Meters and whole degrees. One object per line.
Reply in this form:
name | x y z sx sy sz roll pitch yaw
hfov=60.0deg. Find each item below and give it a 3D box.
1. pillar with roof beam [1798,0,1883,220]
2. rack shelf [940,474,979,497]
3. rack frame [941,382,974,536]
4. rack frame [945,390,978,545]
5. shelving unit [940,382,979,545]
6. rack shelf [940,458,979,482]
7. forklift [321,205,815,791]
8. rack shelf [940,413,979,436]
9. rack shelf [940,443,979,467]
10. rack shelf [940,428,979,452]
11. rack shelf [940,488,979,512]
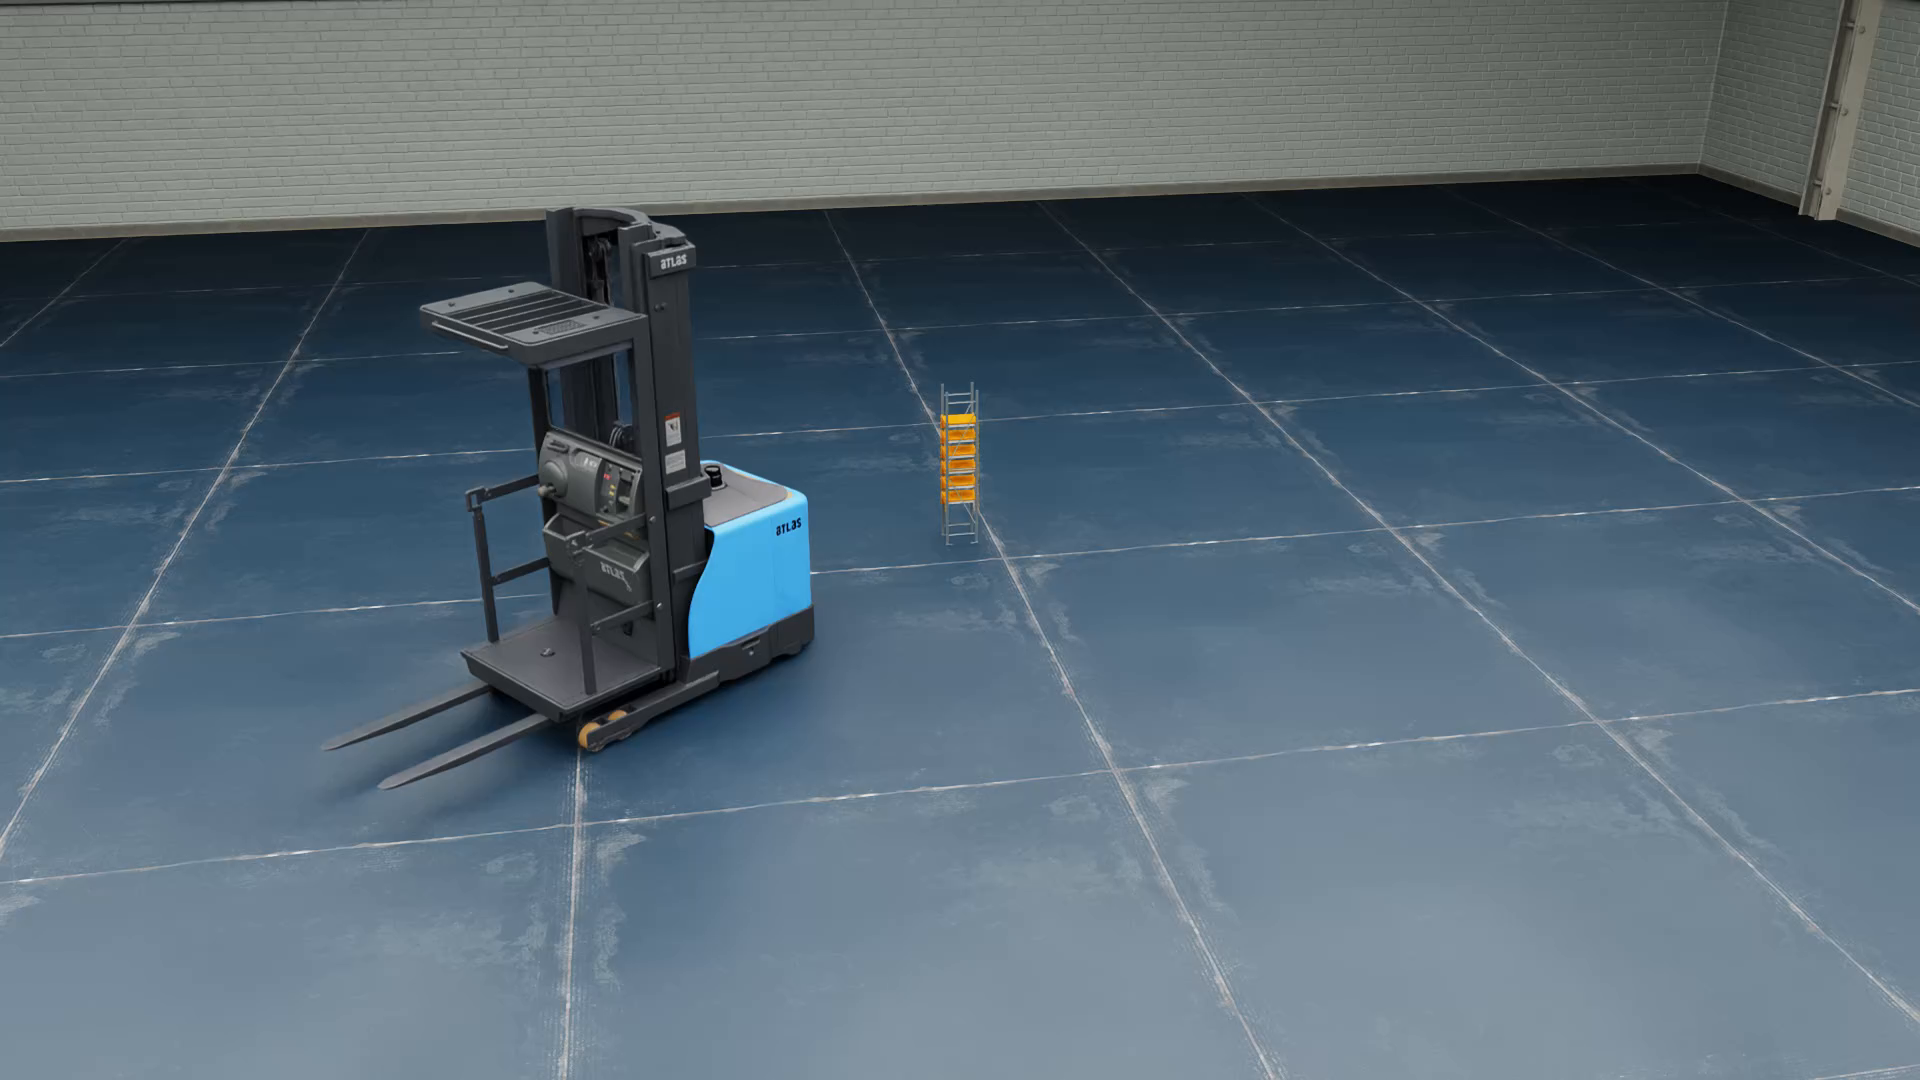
pillar with roof beam | 7.383 -8.186 19.992 9.100 9.000 0.400 -4 24 -10
rack shelf | -0.003 -0.405 12.331 0.258 0.103 0.180 -4 24 -10
rack frame | -0.020 -0.592 12.348 0.240 1.200 0.006 -4 24 -10
rack frame | 0.014 -0.520 12.183 0.240 1.200 0.006 -4 24 -10
shelving unit | -0.003 -0.556 12.265 0.258 1.200 0.189 -4 24 -10
rack shelf | -0.003 -0.515 12.283 0.258 0.103 0.180 -4 24 -10
forklift | -2.310 -0.342 9.613 1.130 2.935 3.031 20 31 38
rack shelf | -0.003 -0.845 12.139 0.258 0.103 0.180 -4 24 -10
rack shelf | -0.003 -0.625 12.235 0.258 0.103 0.180 -4 24 -10
rack shelf | -0.003 -0.735 12.187 0.258 0.103 0.180 -4 24 -10
rack shelf | -0.003 -0.295 12.379 0.258 0.103 0.180 -4 24 -10
